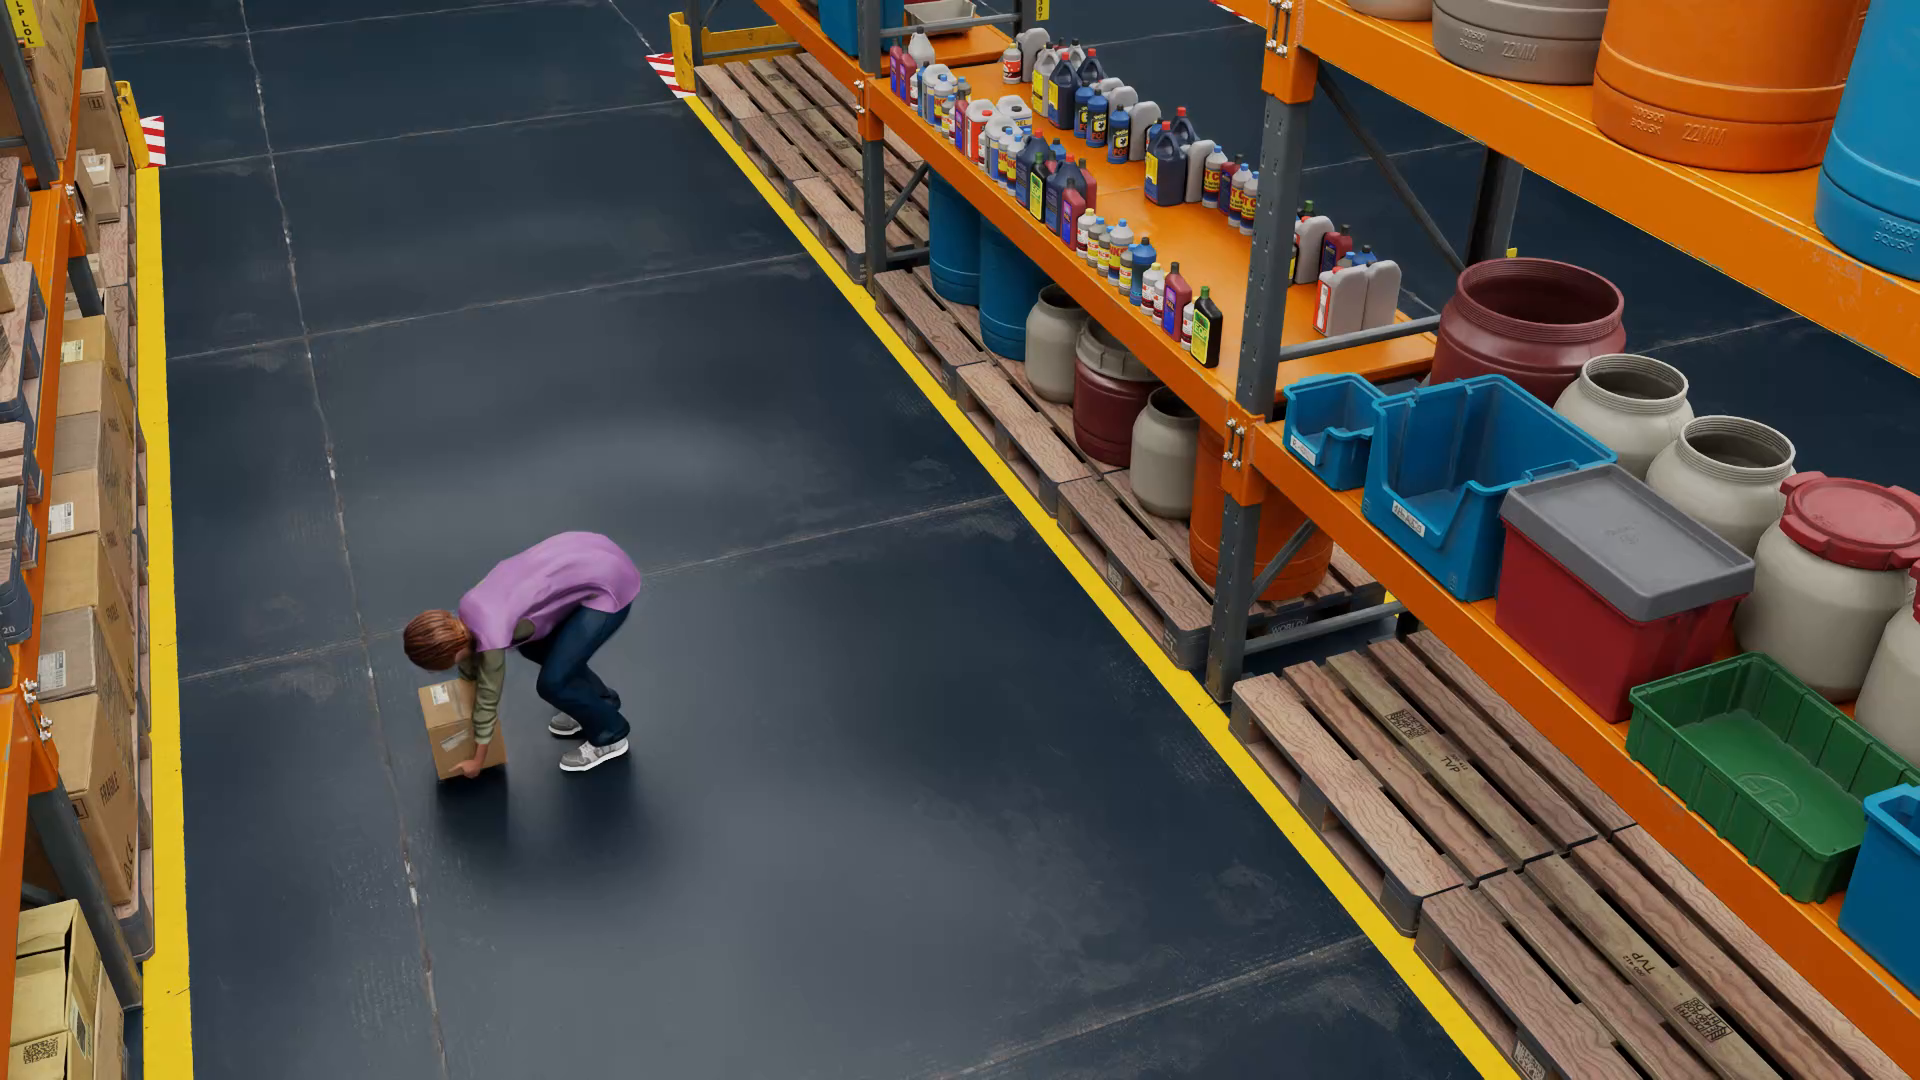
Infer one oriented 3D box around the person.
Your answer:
[{"bbox_3d":[-1.570,0.440,6.111,0.858,0.911,0.419,-15,37,-21],"label":"person"}]
